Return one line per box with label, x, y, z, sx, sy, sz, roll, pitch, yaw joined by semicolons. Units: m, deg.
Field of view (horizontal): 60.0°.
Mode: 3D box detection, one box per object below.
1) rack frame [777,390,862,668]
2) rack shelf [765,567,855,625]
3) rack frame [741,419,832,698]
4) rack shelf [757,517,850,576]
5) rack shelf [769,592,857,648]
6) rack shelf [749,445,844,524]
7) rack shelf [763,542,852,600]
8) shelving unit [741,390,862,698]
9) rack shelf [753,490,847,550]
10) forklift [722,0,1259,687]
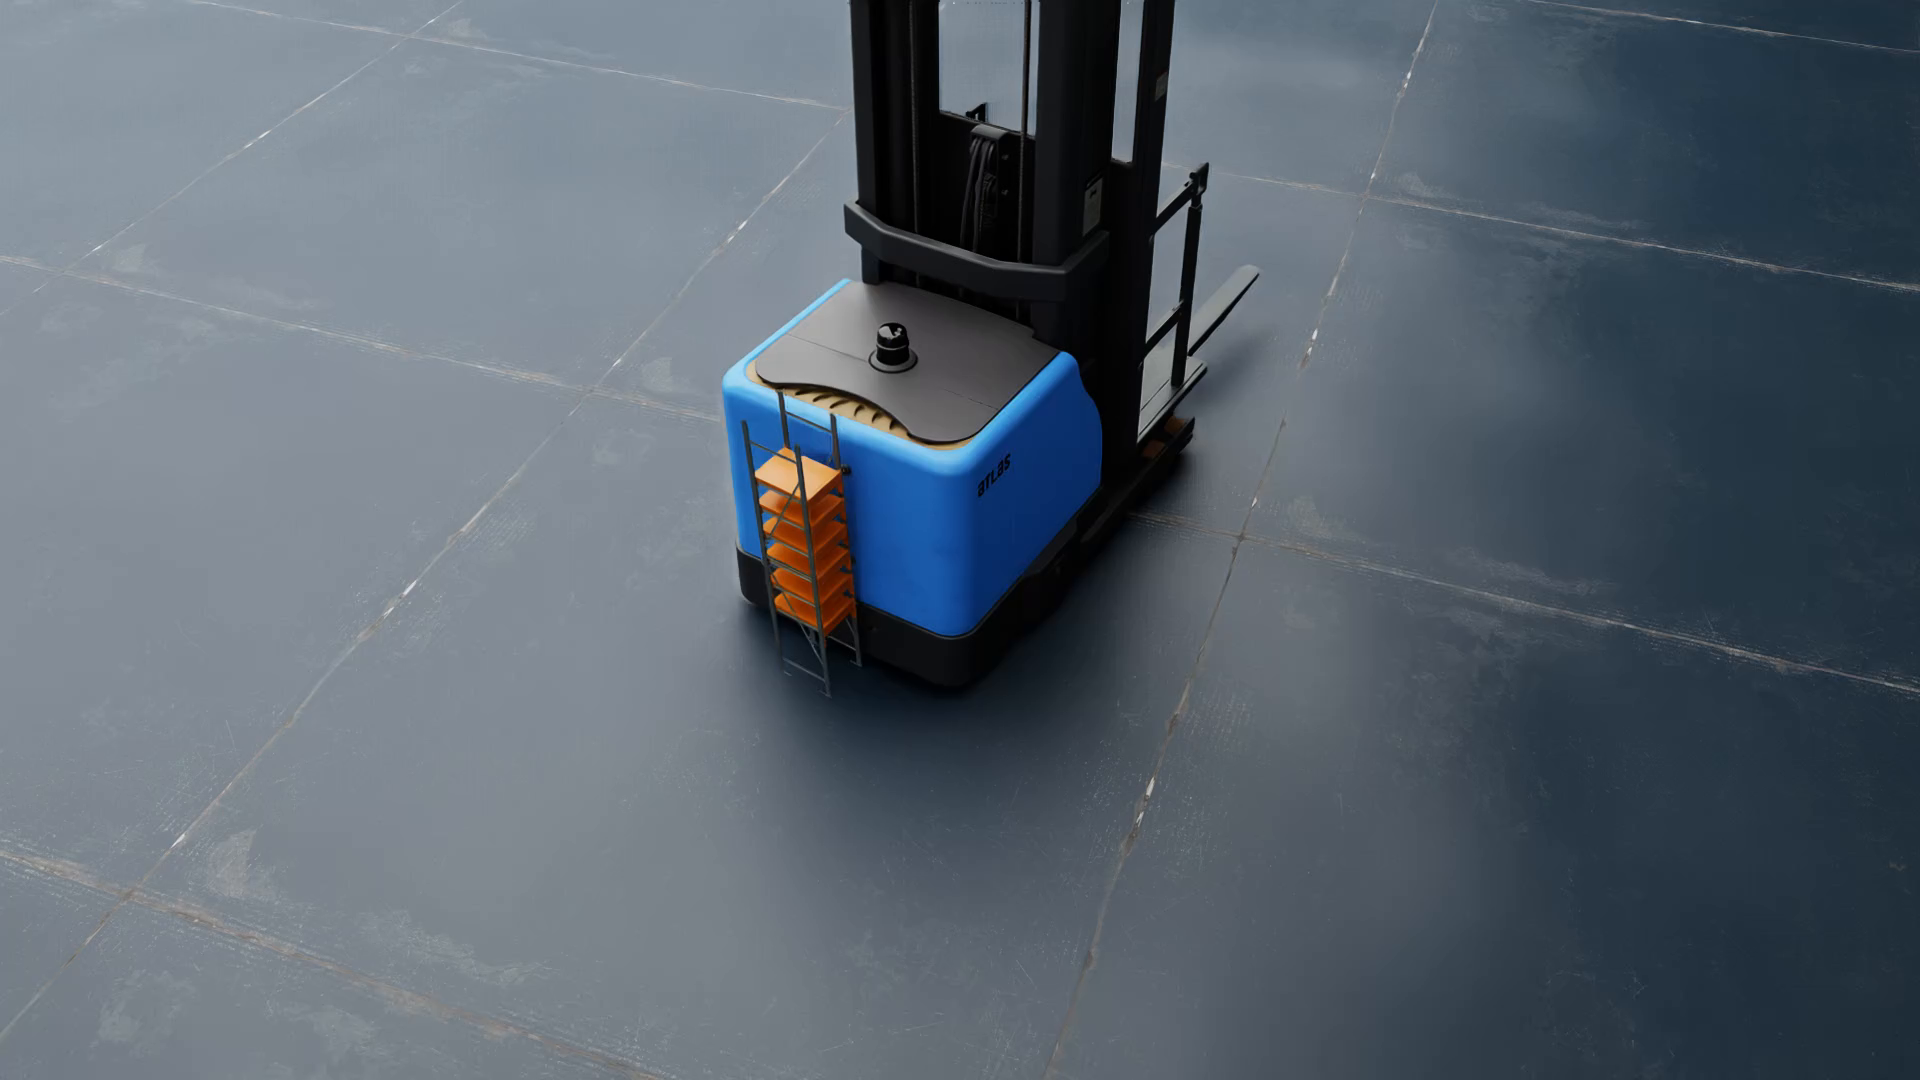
rack frame;-0.482;-0.010;5.823;0.240;1.200;0.006;24;49;26
rack shelf;-0.529;0.162;5.881;0.258;0.103;0.180;24;49;26
rack frame;-0.587;0.095;5.716;0.240;1.200;0.006;24;49;26
rack shelf;-0.537;-0.013;5.718;0.258;0.103;0.180;24;49;26
rack shelf;-0.525;0.250;5.963;0.258;0.103;0.180;24;49;26
rack shelf;-0.544;-0.188;5.554;0.258;0.103;0.180;24;49;26
rack shelf;-0.533;0.075;5.799;0.258;0.103;0.180;24;49;26
shelving unit;-0.534;0.042;5.769;0.258;1.200;0.189;24;49;26
rack shelf;-0.540;-0.101;5.636;0.258;0.103;0.180;24;49;26
forklift;0.351;-1.518;6.271;1.130;2.935;3.031;22;45;23
